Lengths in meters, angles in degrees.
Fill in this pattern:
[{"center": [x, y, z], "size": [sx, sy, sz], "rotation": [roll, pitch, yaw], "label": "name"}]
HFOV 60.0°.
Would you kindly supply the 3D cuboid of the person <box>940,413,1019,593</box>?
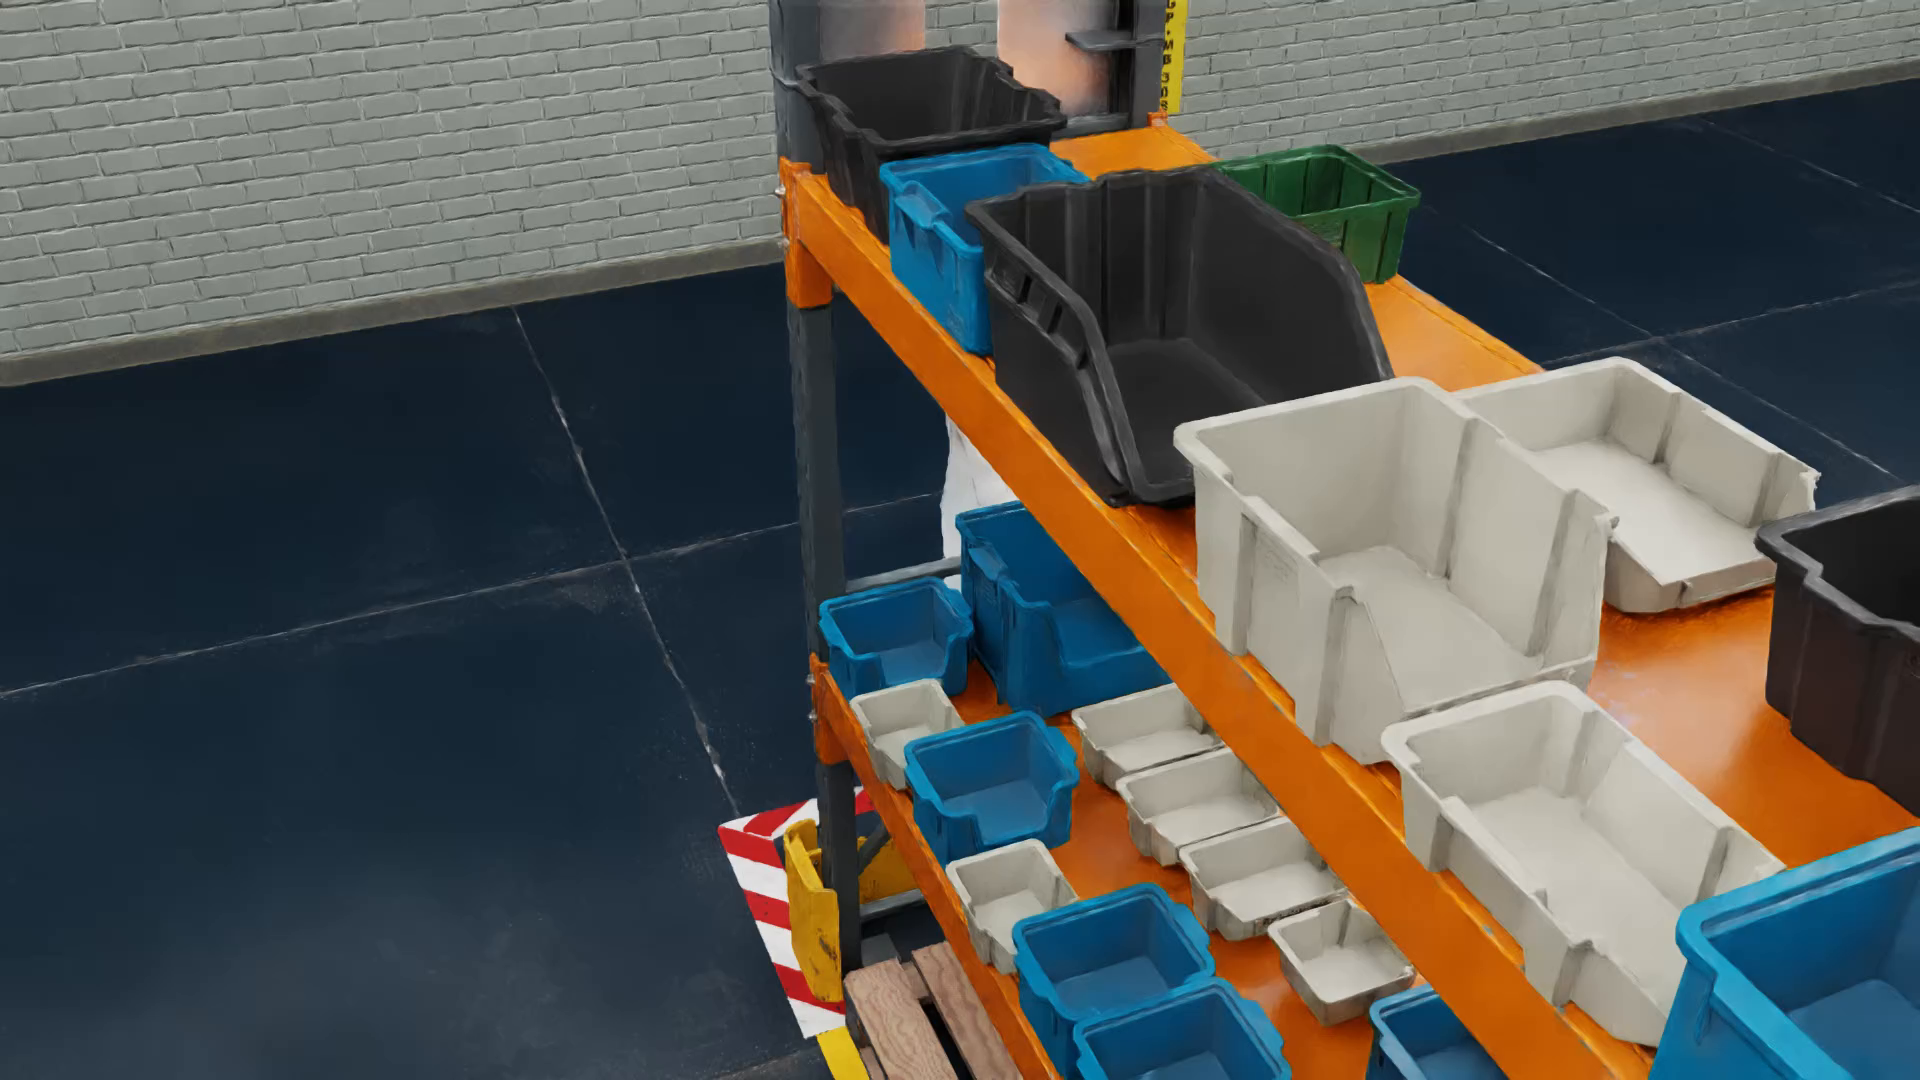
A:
[{"center": [0.068, -0.063, 6.217], "size": [0.505, 1.776, 0.650], "rotation": [-2, 33, -3], "label": "person"}]
